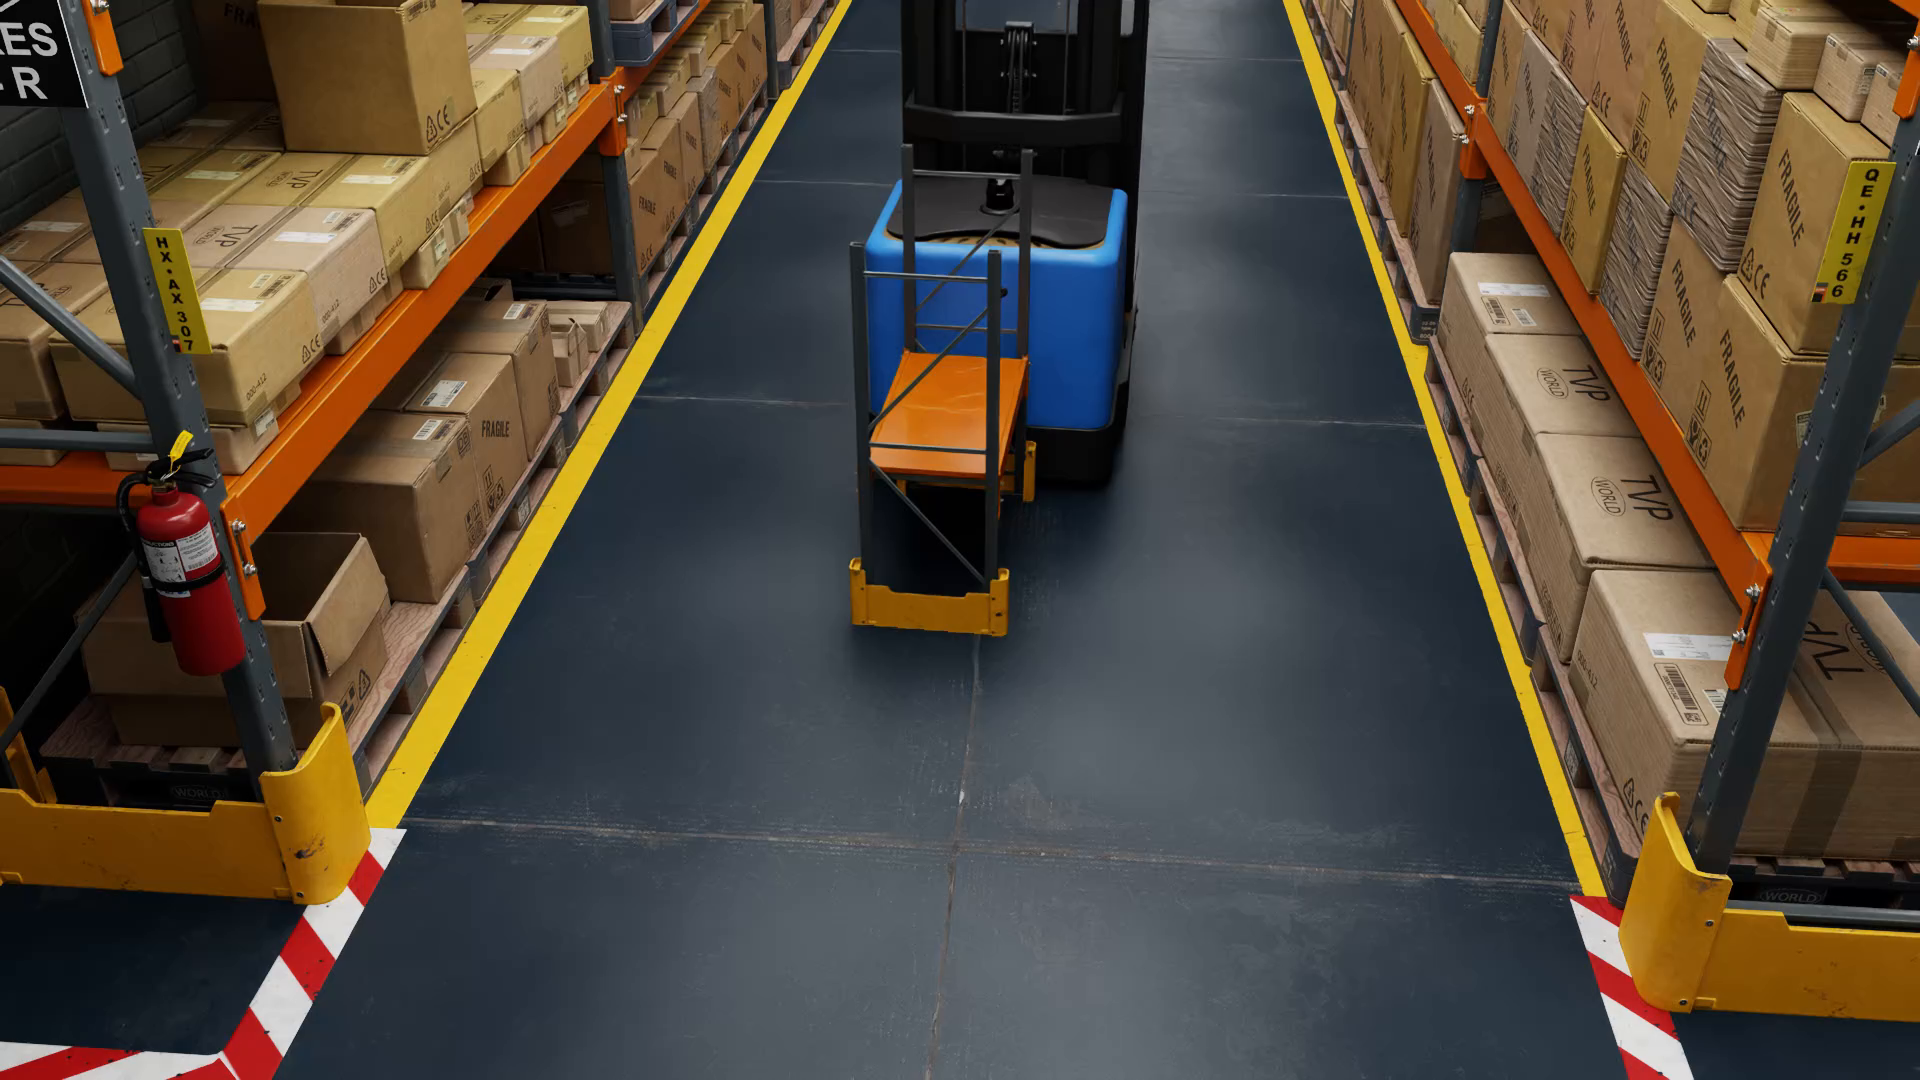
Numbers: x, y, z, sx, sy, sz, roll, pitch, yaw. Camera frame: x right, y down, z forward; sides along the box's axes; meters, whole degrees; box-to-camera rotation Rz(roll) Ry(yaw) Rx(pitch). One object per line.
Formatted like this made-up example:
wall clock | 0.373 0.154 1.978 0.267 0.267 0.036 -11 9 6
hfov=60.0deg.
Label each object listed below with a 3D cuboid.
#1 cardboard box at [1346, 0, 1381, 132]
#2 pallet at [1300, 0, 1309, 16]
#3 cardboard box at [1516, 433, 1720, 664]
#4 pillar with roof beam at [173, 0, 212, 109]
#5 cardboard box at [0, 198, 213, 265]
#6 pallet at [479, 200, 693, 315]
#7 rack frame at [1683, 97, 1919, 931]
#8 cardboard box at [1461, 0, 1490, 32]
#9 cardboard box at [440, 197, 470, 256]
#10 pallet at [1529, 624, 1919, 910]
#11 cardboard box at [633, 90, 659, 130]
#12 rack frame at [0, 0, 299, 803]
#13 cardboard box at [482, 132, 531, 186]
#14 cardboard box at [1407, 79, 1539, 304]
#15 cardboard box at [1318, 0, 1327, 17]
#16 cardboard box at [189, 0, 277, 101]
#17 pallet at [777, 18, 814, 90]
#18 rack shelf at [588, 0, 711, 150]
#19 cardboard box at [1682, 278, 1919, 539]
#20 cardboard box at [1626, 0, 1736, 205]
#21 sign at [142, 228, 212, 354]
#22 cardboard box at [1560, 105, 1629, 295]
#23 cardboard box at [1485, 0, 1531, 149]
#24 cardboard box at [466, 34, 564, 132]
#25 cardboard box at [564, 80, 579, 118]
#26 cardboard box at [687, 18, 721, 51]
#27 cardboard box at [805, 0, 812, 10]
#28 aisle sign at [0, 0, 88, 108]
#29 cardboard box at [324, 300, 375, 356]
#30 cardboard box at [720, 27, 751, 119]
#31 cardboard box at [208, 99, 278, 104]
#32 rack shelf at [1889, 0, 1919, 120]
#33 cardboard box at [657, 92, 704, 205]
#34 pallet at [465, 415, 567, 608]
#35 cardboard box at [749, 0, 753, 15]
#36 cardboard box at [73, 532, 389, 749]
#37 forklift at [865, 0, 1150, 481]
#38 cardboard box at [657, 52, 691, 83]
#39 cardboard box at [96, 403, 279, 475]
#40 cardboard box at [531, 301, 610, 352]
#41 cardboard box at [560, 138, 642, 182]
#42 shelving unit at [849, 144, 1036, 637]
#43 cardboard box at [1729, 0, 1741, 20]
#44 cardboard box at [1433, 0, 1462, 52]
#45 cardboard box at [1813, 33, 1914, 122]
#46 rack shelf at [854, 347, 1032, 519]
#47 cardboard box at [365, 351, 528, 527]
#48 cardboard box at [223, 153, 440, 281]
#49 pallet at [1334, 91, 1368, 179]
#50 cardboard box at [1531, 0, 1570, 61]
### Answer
cardboard box | 3.015 -3.146 10.621 0.875 0.875 0.875 2 32 4
pallet | 3.418 -4.727 14.219 1.003 0.211 1.213 2 32 4
cardboard box | 2.523 0.037 5.873 0.875 0.438 0.875 3 32 5
pillar with roof beam | 1.216 -4.393 5.301 9.100 9.000 0.400 2 32 4
cardboard box | -2.629 -0.841 5.115 0.500 0.250 0.500 3 32 4
pallet | -2.091 -1.588 9.126 1.003 0.211 1.213 2 32 4
rack frame | 2.502 -0.047 3.966 1.000 3.000 0.127 2 32 4
cardboard box | 2.622 -2.528 7.660 0.500 0.250 0.500 2 32 4
cardboard box | -1.989 -1.120 5.948 0.380 0.149 0.250 3 32 5
pallet | 2.490 0.719 5.382 1.003 0.211 1.213 2 32 4
cardboard box | -1.861 -2.342 9.055 0.380 0.149 0.250 2 32 3
rack frame | -2.445 -0.257 4.307 1.000 3.000 0.127 2 32 4
cardboard box | -1.931 -1.519 6.595 0.380 0.149 0.250 2 32 3
cardboard box | 2.799 -1.740 8.339 0.875 0.875 0.875 3 32 6
cardboard box | 3.329 -4.367 13.082 0.950 0.372 0.625 3 32 6
cardboard box | -2.506 -1.963 6.221 0.500 0.500 0.500 2 32 3
pallet | -1.688 -3.682 12.523 1.003 0.211 1.213 2 32 4
rack shelf | -1.957 -3.088 9.587 1.077 0.370 4.000 2 32 4
cardboard box | 2.278 -0.353 4.368 0.500 0.500 0.500 3 32 4
cardboard box | 2.361 -1.310 4.968 0.500 0.500 0.500 2 32 4
sign | -1.904 -0.602 4.043 0.100 0.325 0.005 2 32 4
cardboard box | 2.395 -1.154 5.669 0.500 0.500 0.500 3 32 5
cardboard box | 2.529 -1.947 6.954 0.500 0.500 0.500 3 32 6
cardboard box | -1.944 -1.872 6.787 0.500 0.250 0.500 3 32 4
cardboard box | -1.893 -1.927 7.257 0.380 0.149 0.250 3 32 5
cardboard box | -1.705 -3.146 10.359 0.380 0.149 0.250 3 32 5
cardboard box | -1.629 -4.627 13.263 0.875 0.625 0.625 1 32 2
aisle sign | -2.158 -1.315 3.547 0.394 0.787 0.004 2 32 4
cardboard box | -2.102 -0.713 5.288 0.380 0.149 0.250 3 32 6
cardboard box | -1.665 -3.063 10.843 0.500 0.500 0.500 2 32 3
cardboard box | -2.507 -1.631 6.397 0.500 0.250 0.500 3 32 5
rack shelf | 2.665 -2.063 5.065 1.077 0.370 4.000 2 32 4
cardboard box | -1.777 -2.246 9.517 0.500 0.500 0.500 2 32 3
pallet | -2.273 -0.162 6.812 1.003 0.211 1.213 2 32 4
cardboard box | -1.582 -3.562 11.034 0.380 0.149 0.250 1 32 2
cardboard box | -2.301 0.312 5.365 0.797 0.503 0.637 1 32 2
forklift | 0.317 -2.254 7.613 1.130 2.935 3.031 4 32 7
cardboard box | -1.788 -2.743 9.706 0.380 0.149 0.250 3 32 4
cardboard box | -2.145 -0.310 4.633 0.380 0.149 0.250 2 32 4
cardboard box | -1.872 -1.009 7.846 0.380 0.149 0.250 2 32 2
cardboard box | -1.825 -1.915 8.363 0.380 0.149 0.250 4 32 6
shelving unit | -0.045 -0.578 6.258 0.587 1.500 1.083 4 32 7
cardboard box | 2.419 -1.523 4.696 0.380 0.149 0.250 2 32 4
cardboard box | 2.656 -2.586 8.230 0.500 0.250 0.500 2 32 3
cardboard box | 2.329 -1.121 4.043 0.380 0.149 0.250 3 32 5
rack shelf | -0.044 -0.430 6.360 0.538 0.185 1.000 4 32 7
cardboard box | -2.050 -0.405 6.530 0.500 0.500 0.500 3 32 5
cardboard box | -2.061 -1.074 5.493 0.500 0.250 0.500 2 32 3
pallet | 3.014 -2.634 10.822 1.003 0.211 1.213 2 32 4
cardboard box | 2.501 -2.104 6.257 0.500 0.500 0.500 2 32 3
